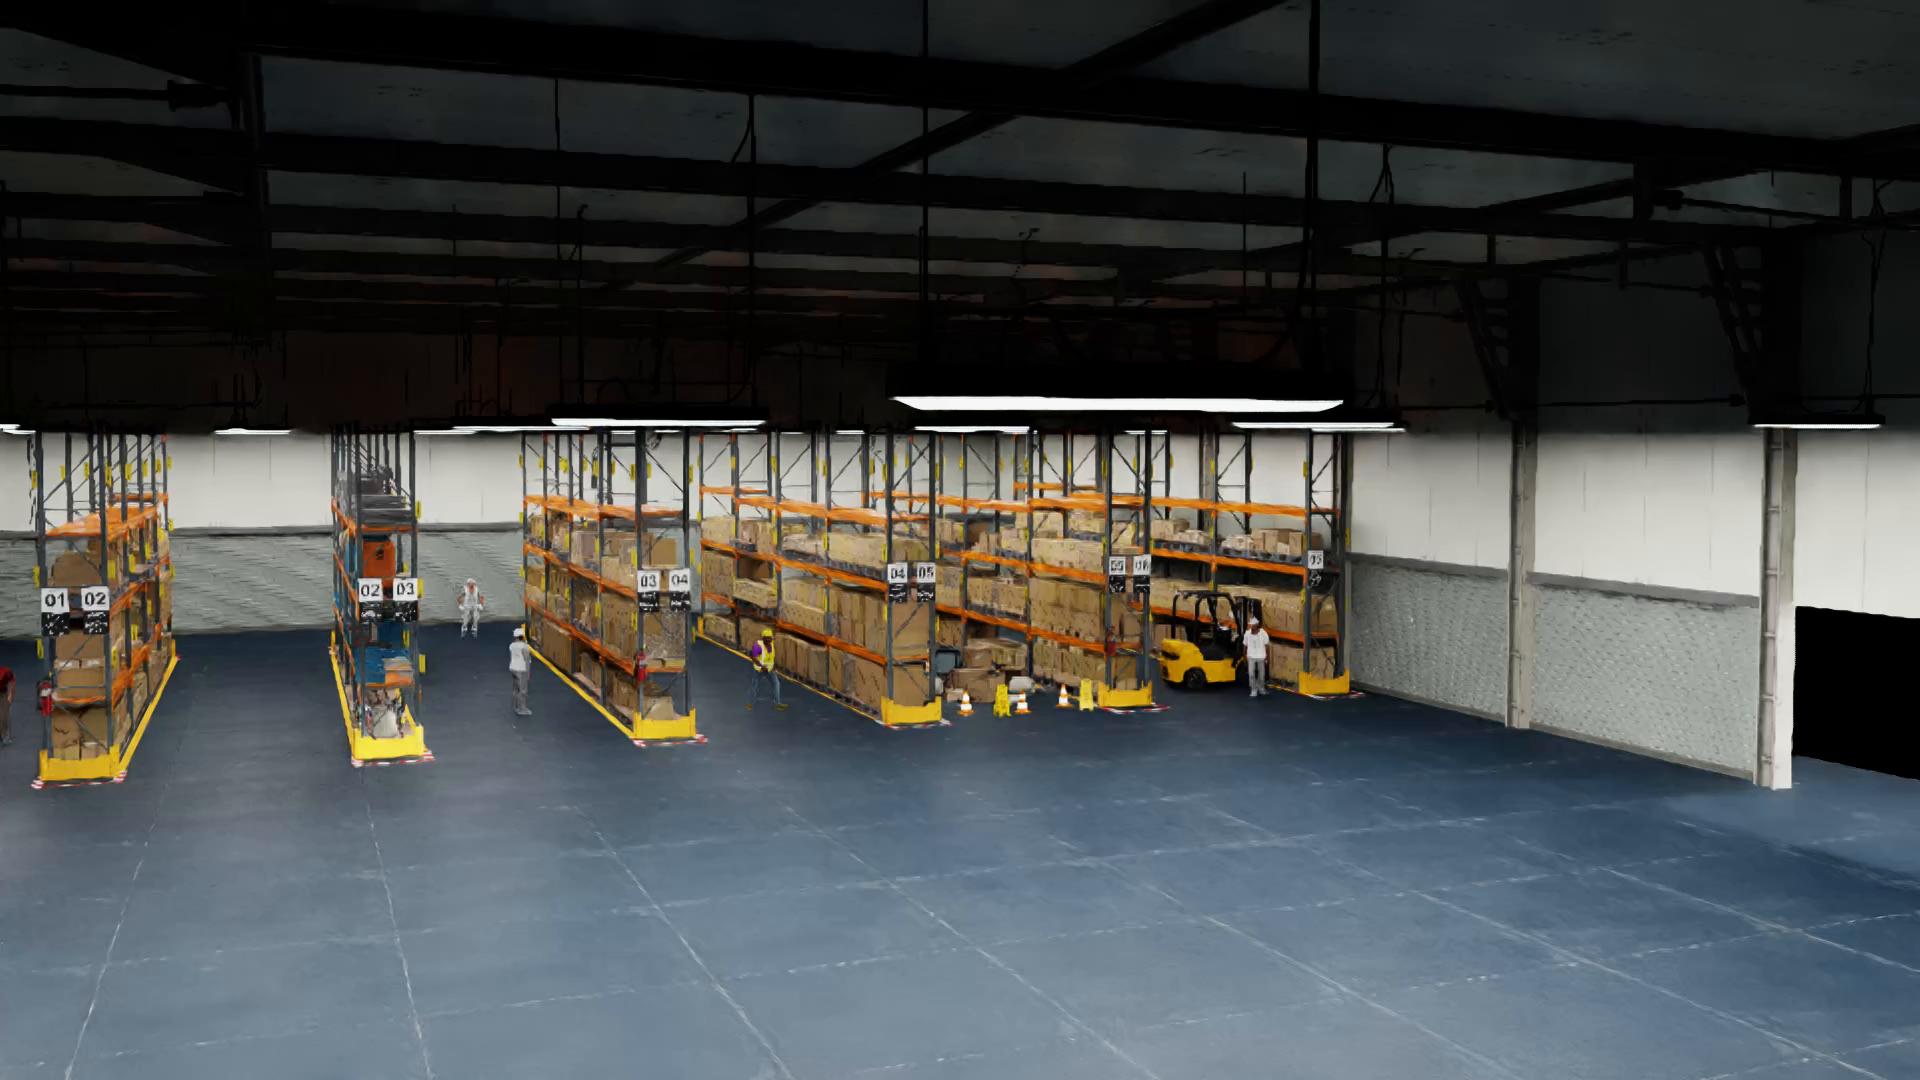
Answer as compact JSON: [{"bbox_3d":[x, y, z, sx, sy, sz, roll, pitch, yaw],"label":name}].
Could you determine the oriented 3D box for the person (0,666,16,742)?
[{"bbox_3d":[-17.976,2.954,30.986,0.682,1.675,0.535,-2,4,-24],"label":"person"}]

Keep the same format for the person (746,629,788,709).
[{"bbox_3d":[-4.110,2.693,34.804,0.700,1.705,0.840,-3,5,-39],"label":"person"}]

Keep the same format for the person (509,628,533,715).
[{"bbox_3d":[-9.012,2.683,34.224,0.584,1.776,0.450,3,5,38],"label":"person"}]

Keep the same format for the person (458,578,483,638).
[{"bbox_3d":[-13.845,1.922,47.060,0.677,1.742,0.552,-2,4,-24],"label":"person"}]

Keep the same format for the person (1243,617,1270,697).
[{"bbox_3d":[6.536,2.565,36.636,0.599,1.752,0.574,1,4,14],"label":"person"}]
